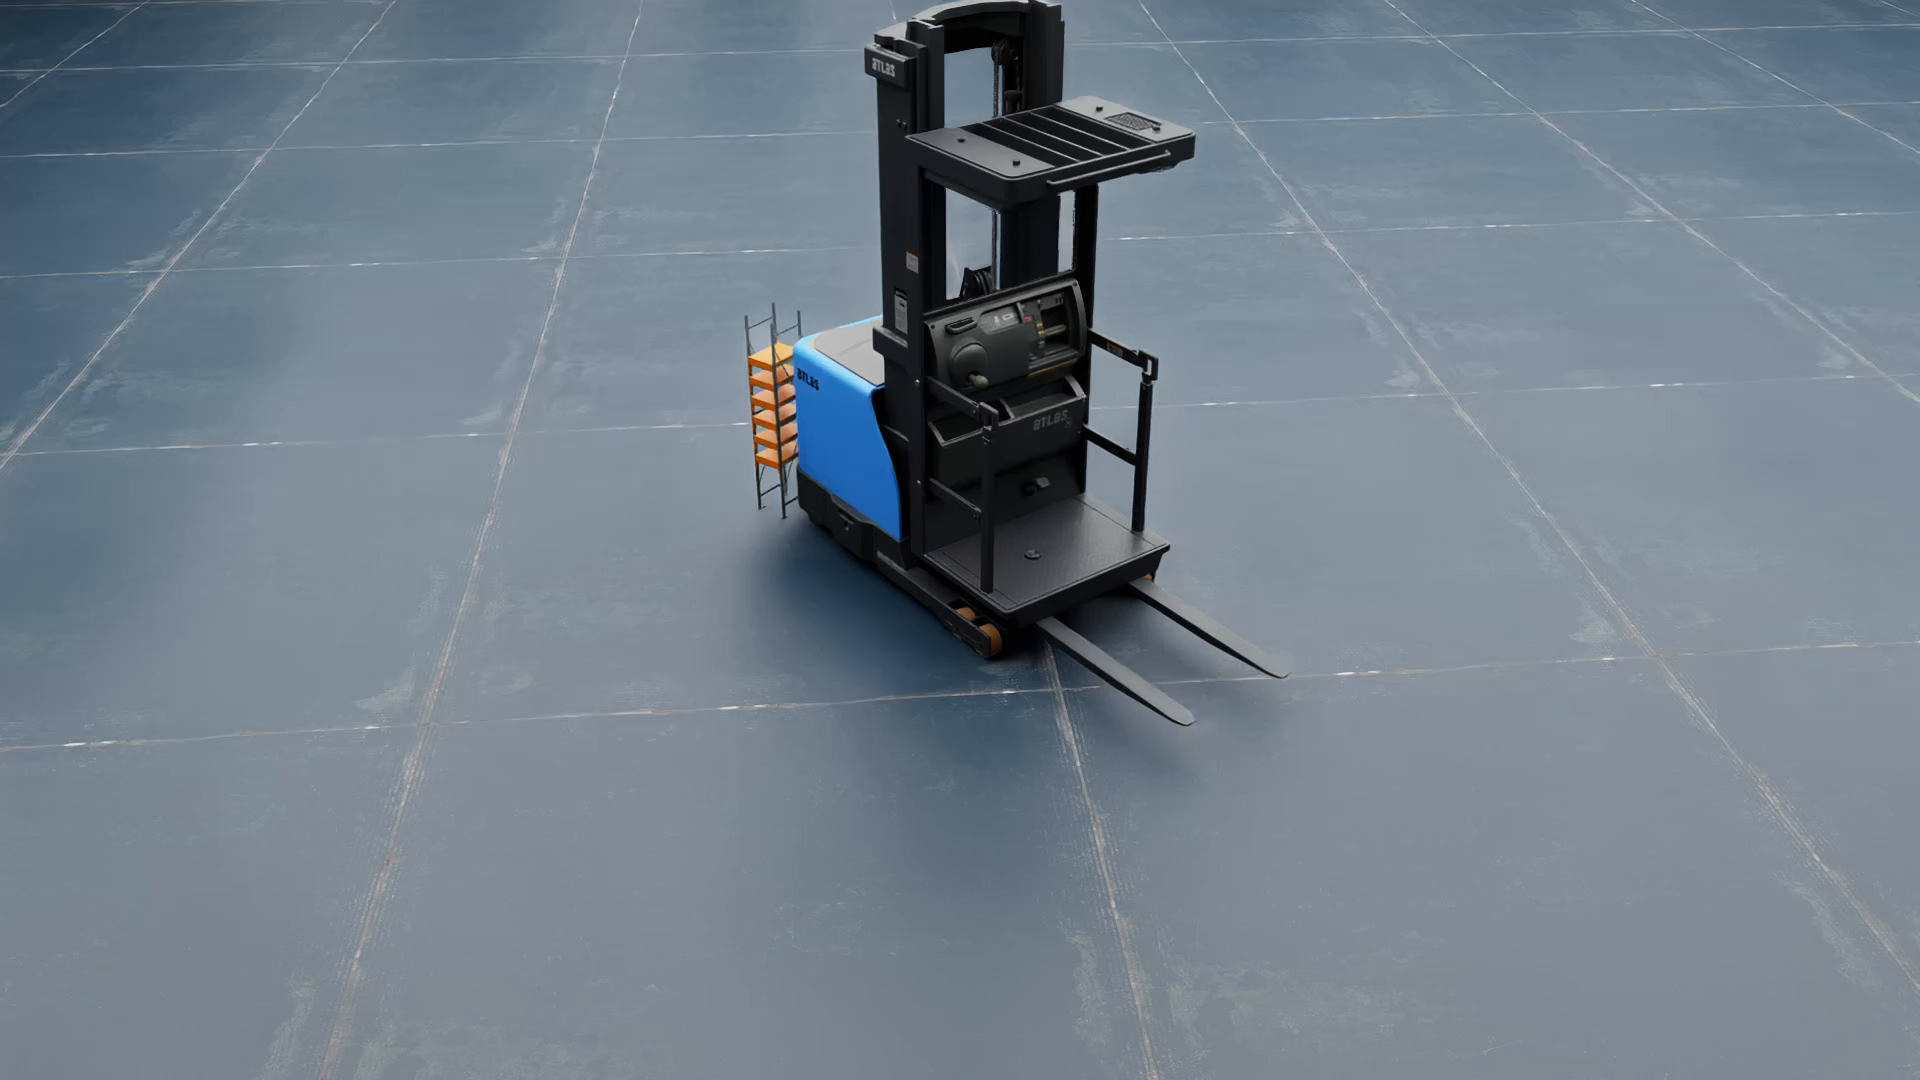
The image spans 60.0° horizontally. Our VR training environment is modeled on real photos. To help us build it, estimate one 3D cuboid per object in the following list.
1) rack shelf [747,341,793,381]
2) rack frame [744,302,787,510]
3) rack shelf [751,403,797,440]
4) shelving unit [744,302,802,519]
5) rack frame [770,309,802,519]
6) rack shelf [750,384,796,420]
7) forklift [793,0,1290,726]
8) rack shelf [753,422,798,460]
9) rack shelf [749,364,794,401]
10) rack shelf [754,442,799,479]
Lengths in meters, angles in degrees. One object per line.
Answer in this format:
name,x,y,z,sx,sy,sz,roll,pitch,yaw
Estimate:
rack shelf,-1.011,-0.981,9.107,0.180,0.103,0.258,20,36,30
rack frame,-1.084,-0.738,9.315,0.006,1.200,0.240,20,36,30
rack shelf,-1.010,-0.672,9.291,0.180,0.103,0.258,20,36,30
shelving unit,-1.010,-0.710,9.268,0.189,1.200,0.258,20,36,30
rack frame,-0.936,-0.683,9.222,0.006,1.200,0.240,20,36,30
rack shelf,-1.010,-0.775,9.230,0.180,0.103,0.258,20,36,30
forklift,0.367,-0.960,7.999,1.130,2.935,3.031,-21,37,-31
rack shelf,-1.010,-0.569,9.353,0.180,0.103,0.258,20,36,30
rack shelf,-1.010,-0.878,9.168,0.180,0.103,0.258,20,36,30
rack shelf,-1.010,-0.466,9.414,0.180,0.103,0.258,20,36,30
